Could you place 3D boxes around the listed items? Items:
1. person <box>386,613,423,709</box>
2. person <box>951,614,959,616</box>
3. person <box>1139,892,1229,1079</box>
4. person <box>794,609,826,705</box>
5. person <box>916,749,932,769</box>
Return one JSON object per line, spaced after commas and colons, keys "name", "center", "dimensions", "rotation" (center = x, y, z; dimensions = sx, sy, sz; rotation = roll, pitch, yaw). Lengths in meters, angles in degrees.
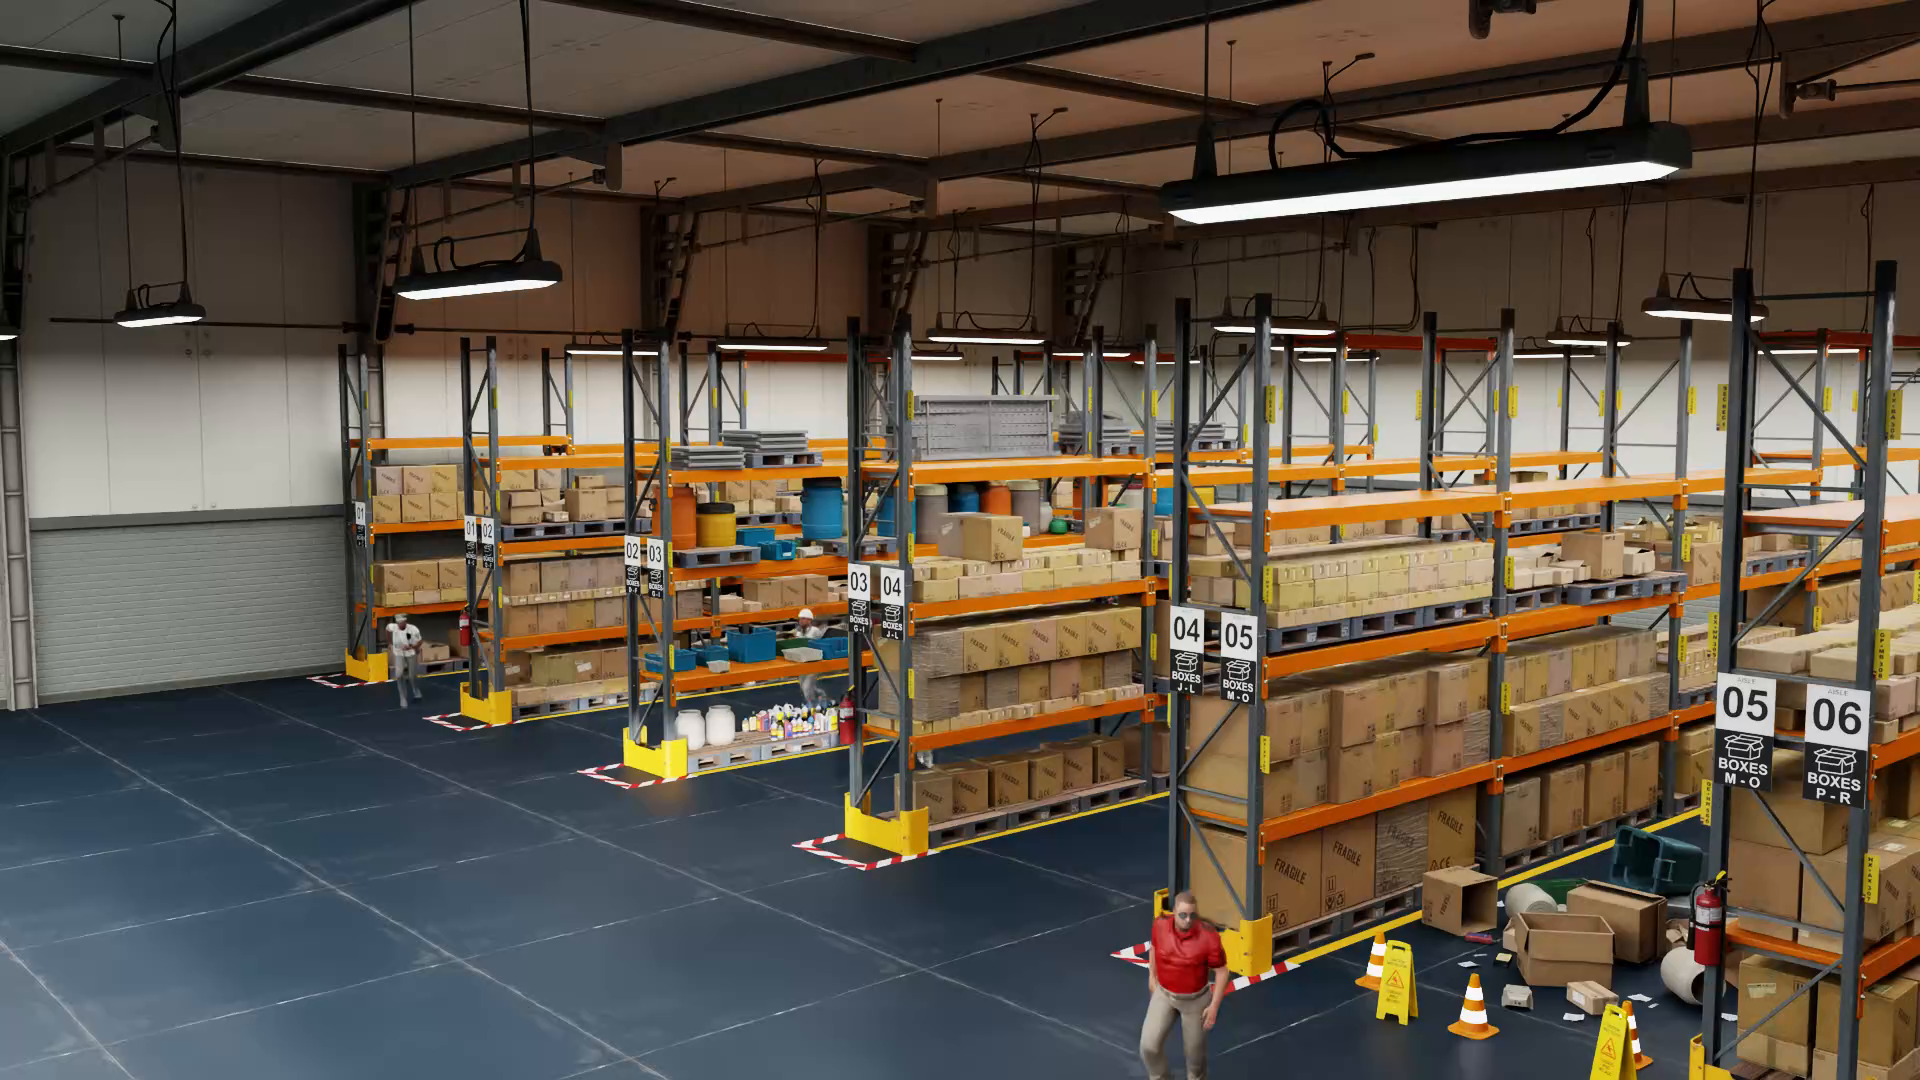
{"name": "person", "center": [-9.125, 1.963, 27.406], "dimensions": [0.621, 1.615, 0.954], "rotation": [0, 5, -4]}
{"name": "person", "center": [0.035, 1.607, 29.923], "dimensions": [0.644, 1.784, 0.694], "rotation": [5, 7, 41]}
{"name": "person", "center": [1.617, 3.287, 11.870], "dimensions": [0.652, 1.690, 0.759], "rotation": [2, 6, 23]}
{"name": "person", "center": [-2.356, 1.944, 26.507], "dimensions": [0.656, 1.726, 0.756], "rotation": [4, 7, 39]}
{"name": "person", "center": [-0.632, 2.297, 22.737], "dimensions": [0.569, 1.664, 0.712], "rotation": [0, 5, 3]}
